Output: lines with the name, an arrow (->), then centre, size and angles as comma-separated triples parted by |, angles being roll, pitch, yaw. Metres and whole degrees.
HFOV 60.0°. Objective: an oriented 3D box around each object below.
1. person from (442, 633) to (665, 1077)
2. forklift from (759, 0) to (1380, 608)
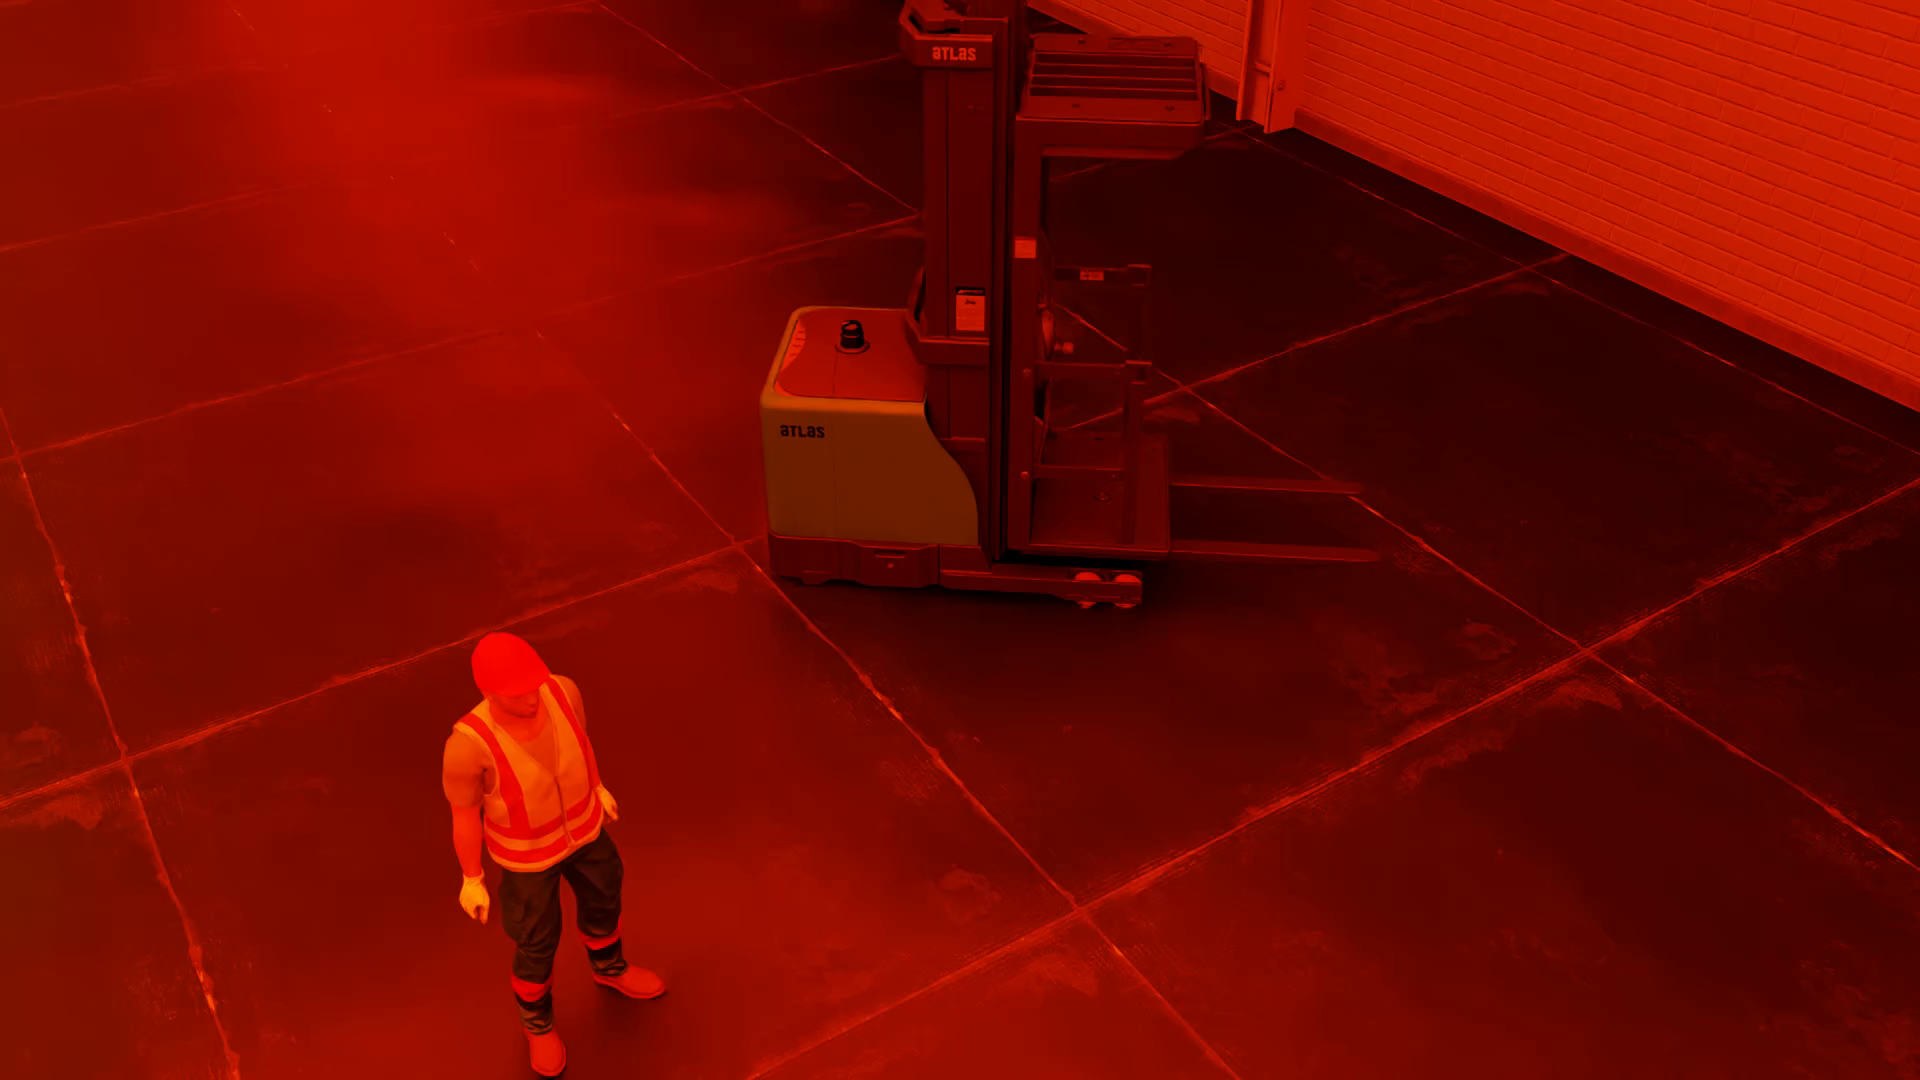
person -> -1.417, 1.039, 5.671 | 0.348, 1.788, 0.650 | 27, 43, 32
forklift -> 0.584, -1.184, 7.833 | 3.031, 2.935, 1.130 | 3, 35, 4
